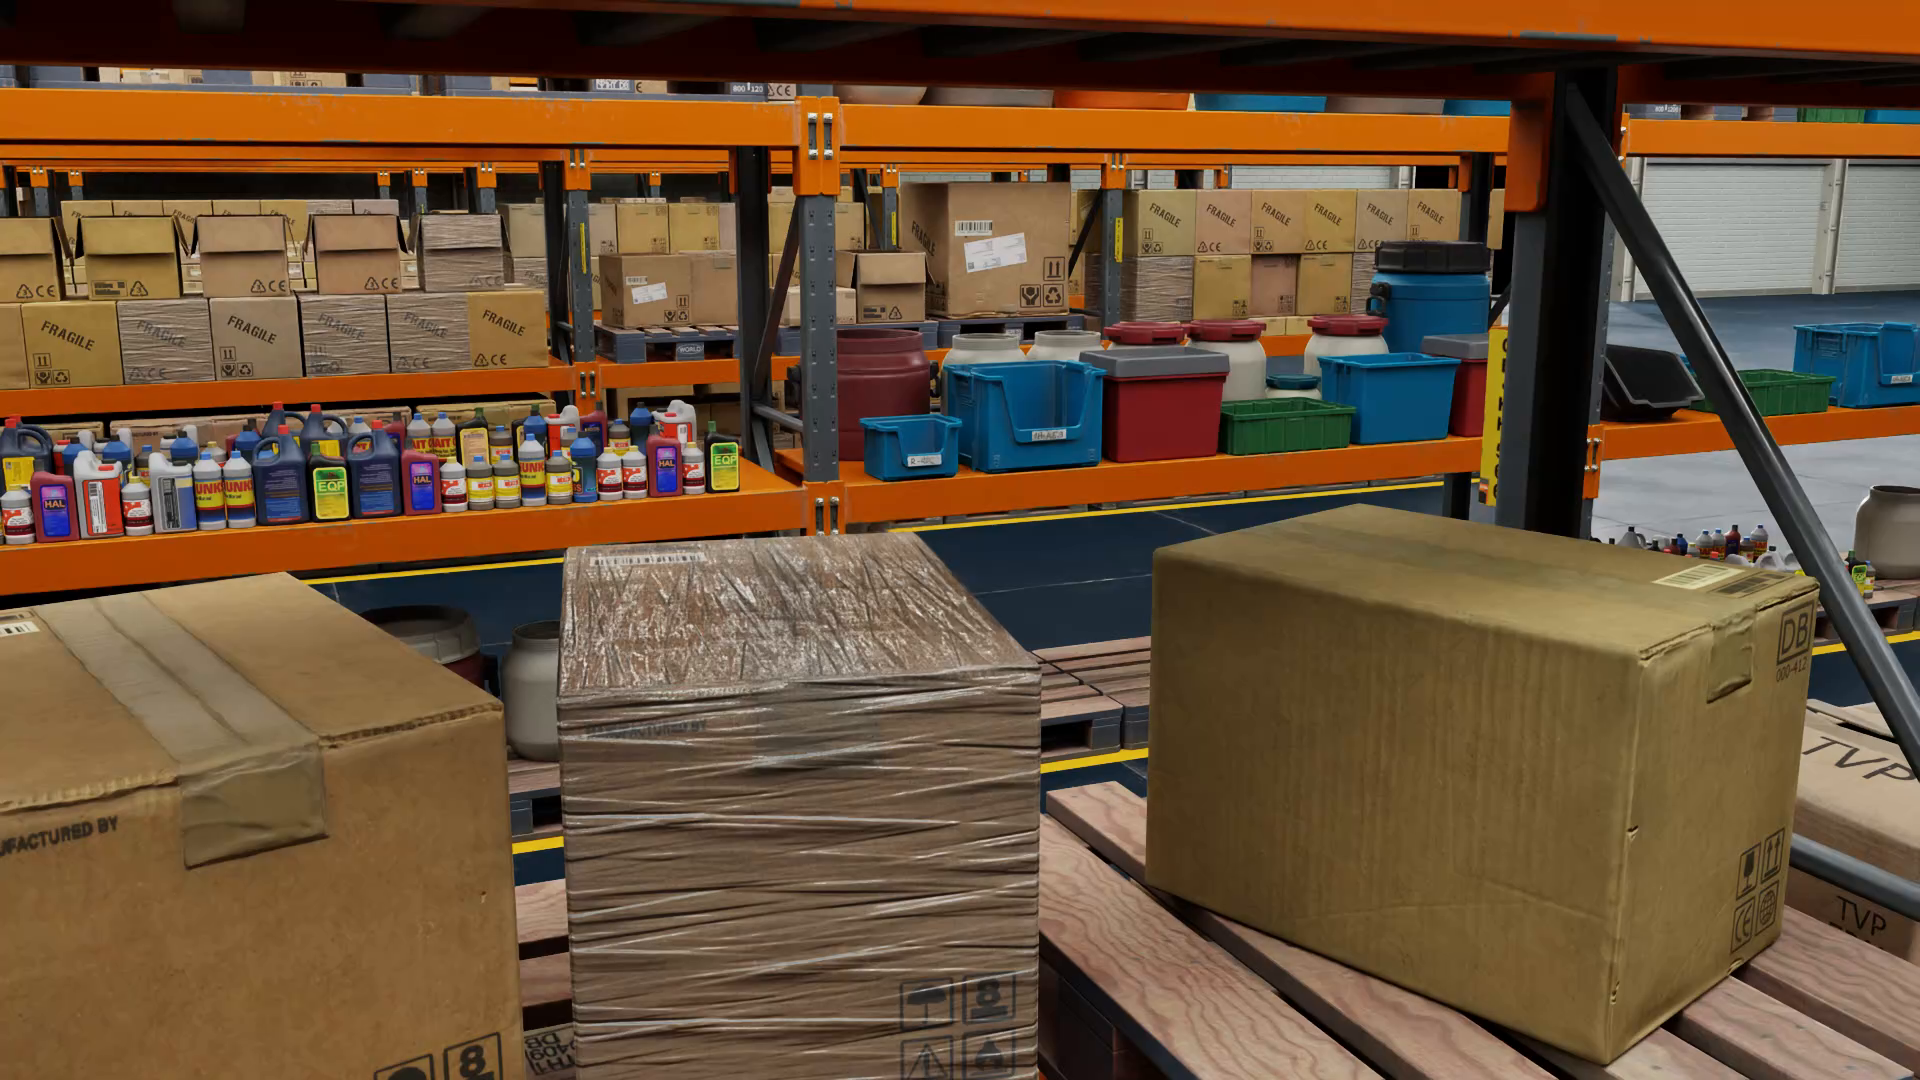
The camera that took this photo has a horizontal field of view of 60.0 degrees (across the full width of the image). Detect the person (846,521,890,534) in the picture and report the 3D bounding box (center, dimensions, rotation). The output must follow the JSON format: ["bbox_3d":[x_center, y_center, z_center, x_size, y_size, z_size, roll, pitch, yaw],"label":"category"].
[{"bbox_3d":[-0.459,-0.138,8.537,0.471,1.664,0.634,10,16,39],"label":"person"}]
